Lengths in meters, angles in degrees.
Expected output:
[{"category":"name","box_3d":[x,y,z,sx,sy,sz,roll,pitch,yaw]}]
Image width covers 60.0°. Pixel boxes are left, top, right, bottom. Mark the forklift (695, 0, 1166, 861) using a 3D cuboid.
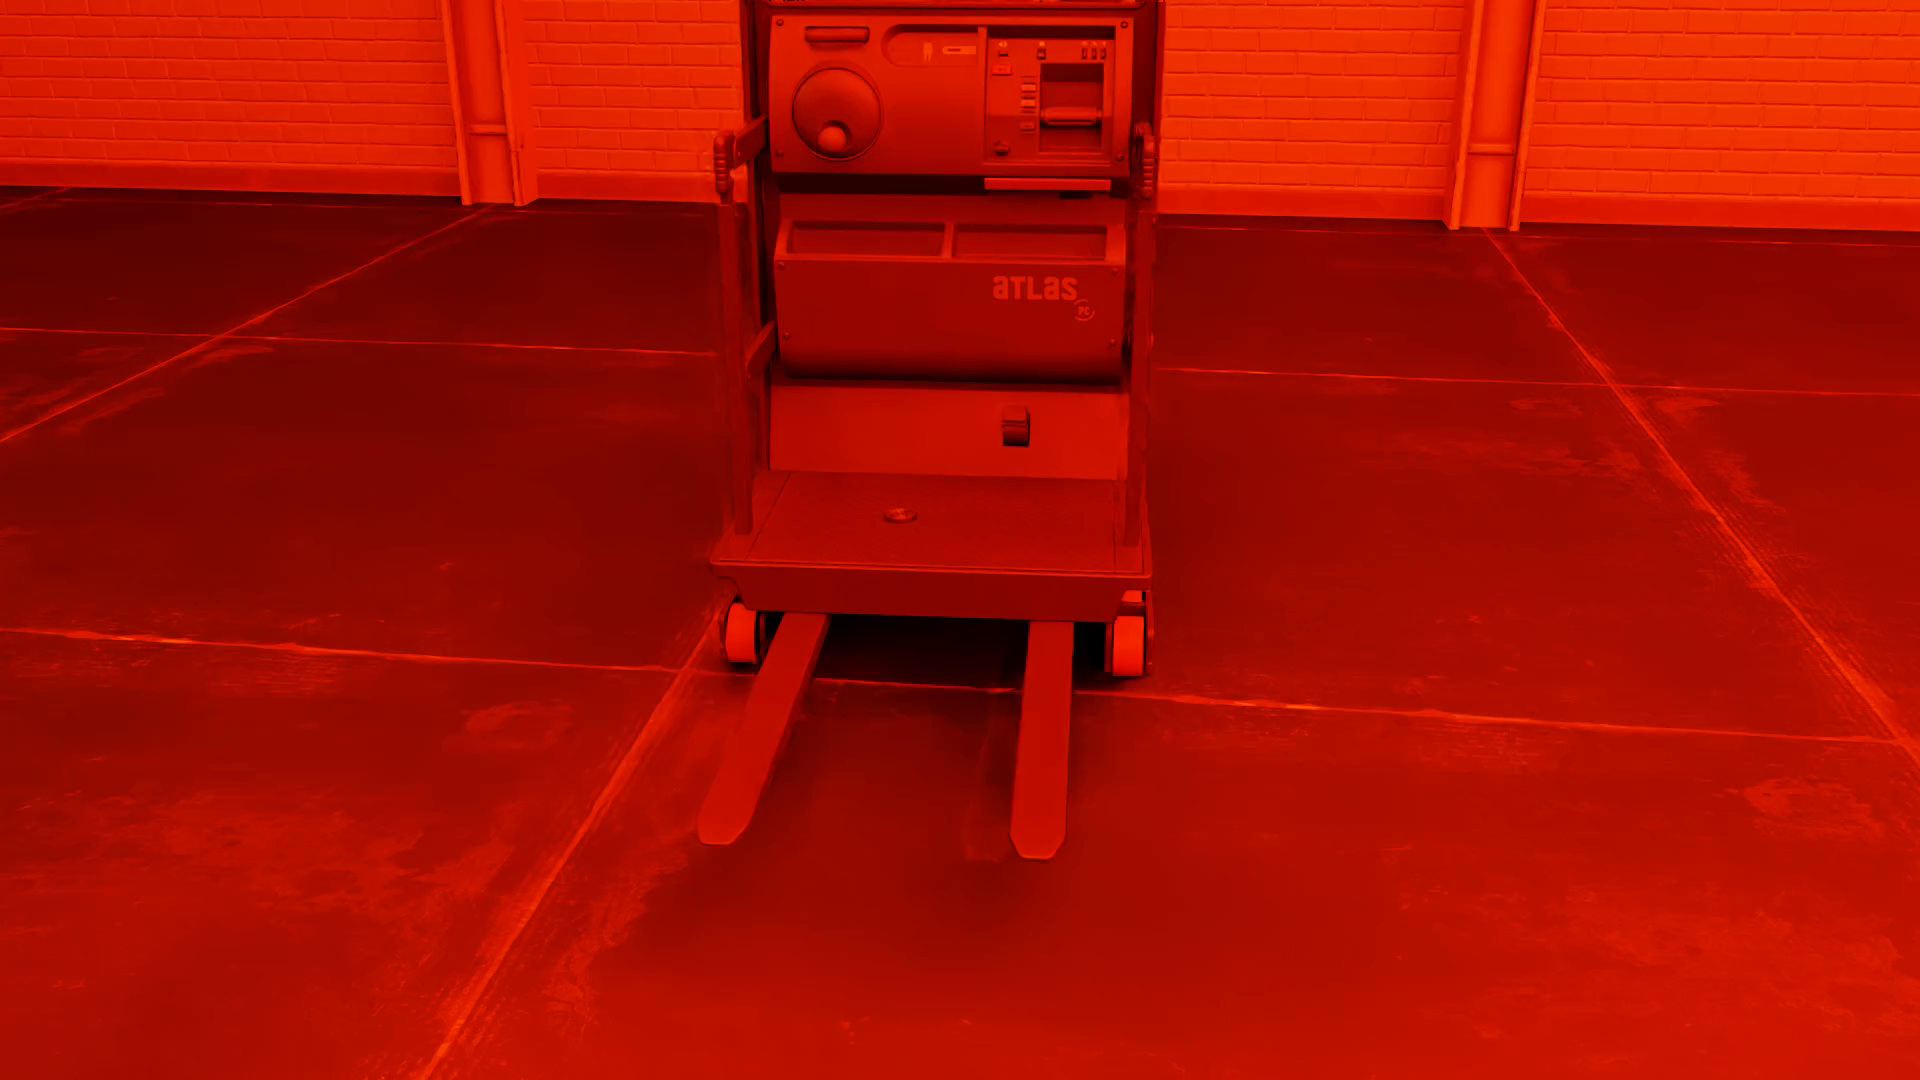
[{"category":"forklift","box_3d":[-0.041,-1.131,4.063,1.130,2.935,3.031,2,22,4]}]
